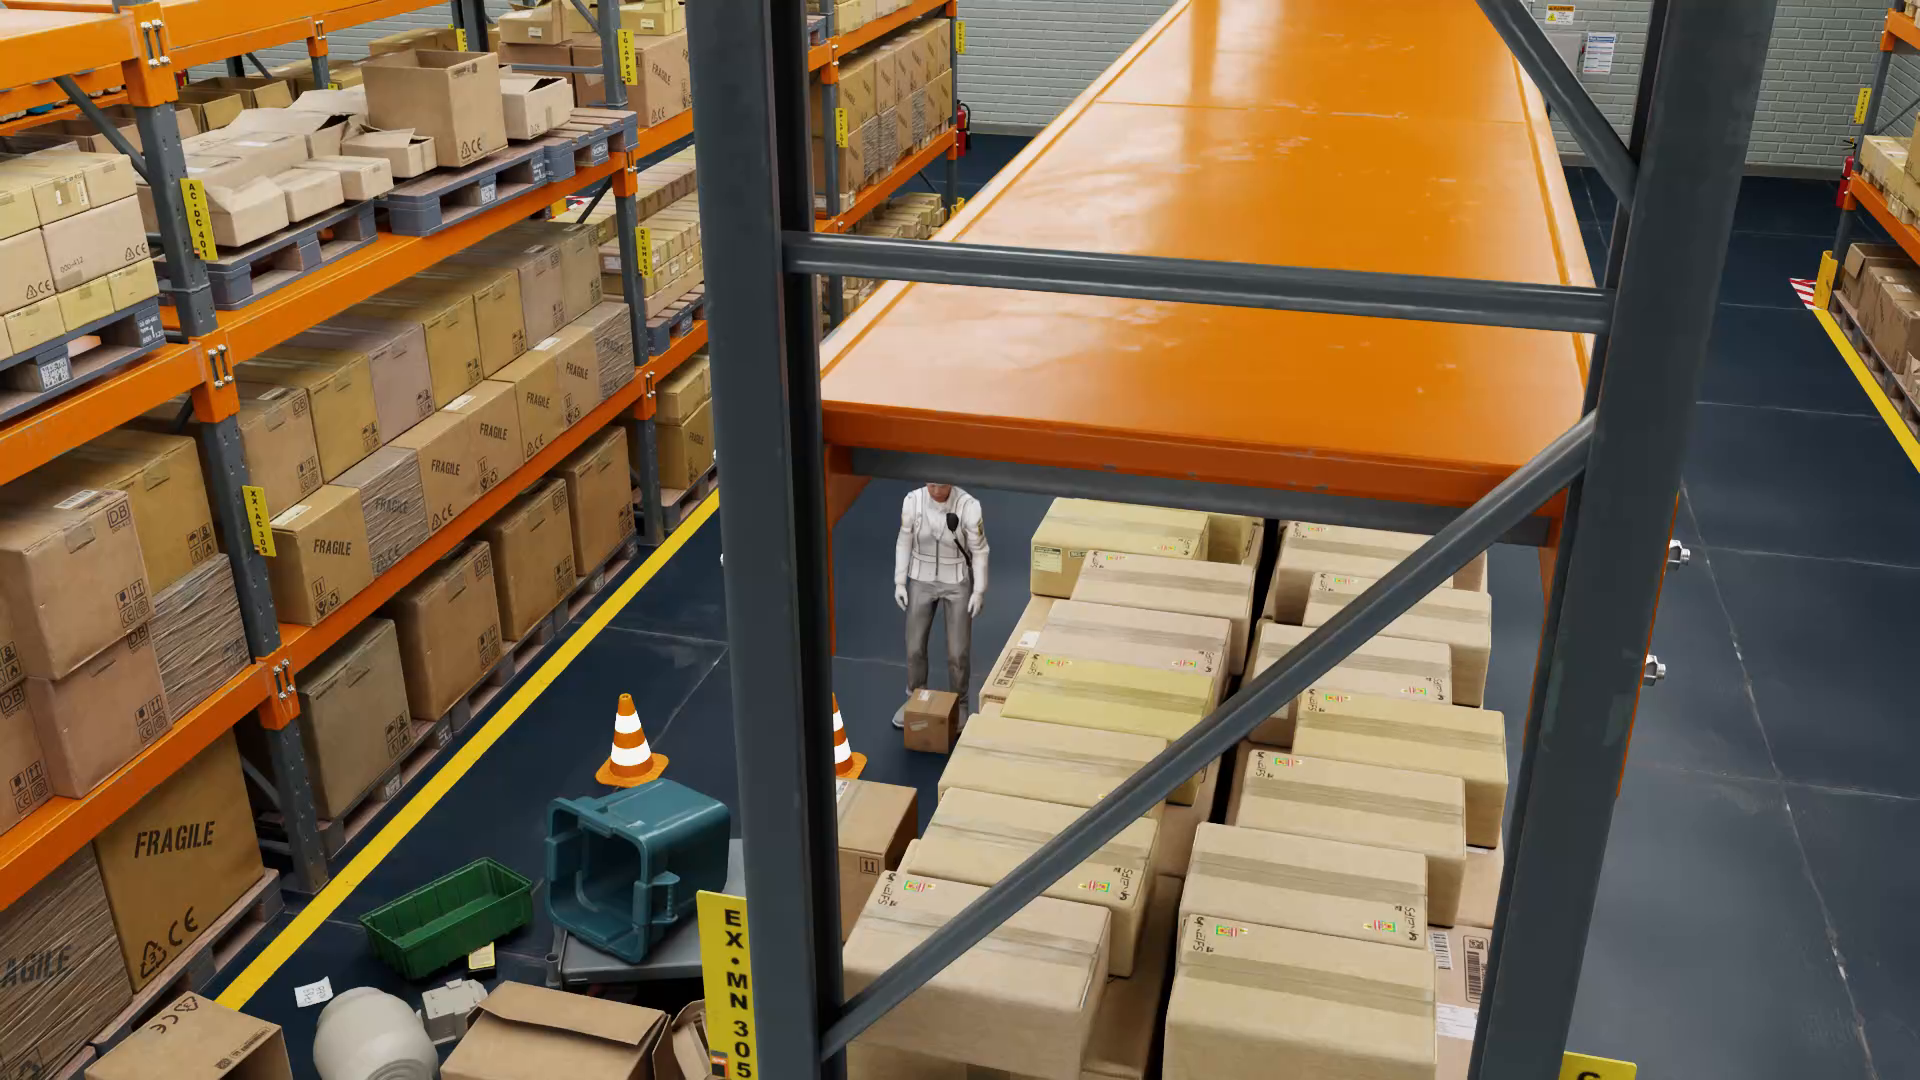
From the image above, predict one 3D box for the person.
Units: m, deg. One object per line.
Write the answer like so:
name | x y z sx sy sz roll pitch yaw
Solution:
person | -0.101 0.267 9.133 0.536 1.662 0.373 5 26 10
